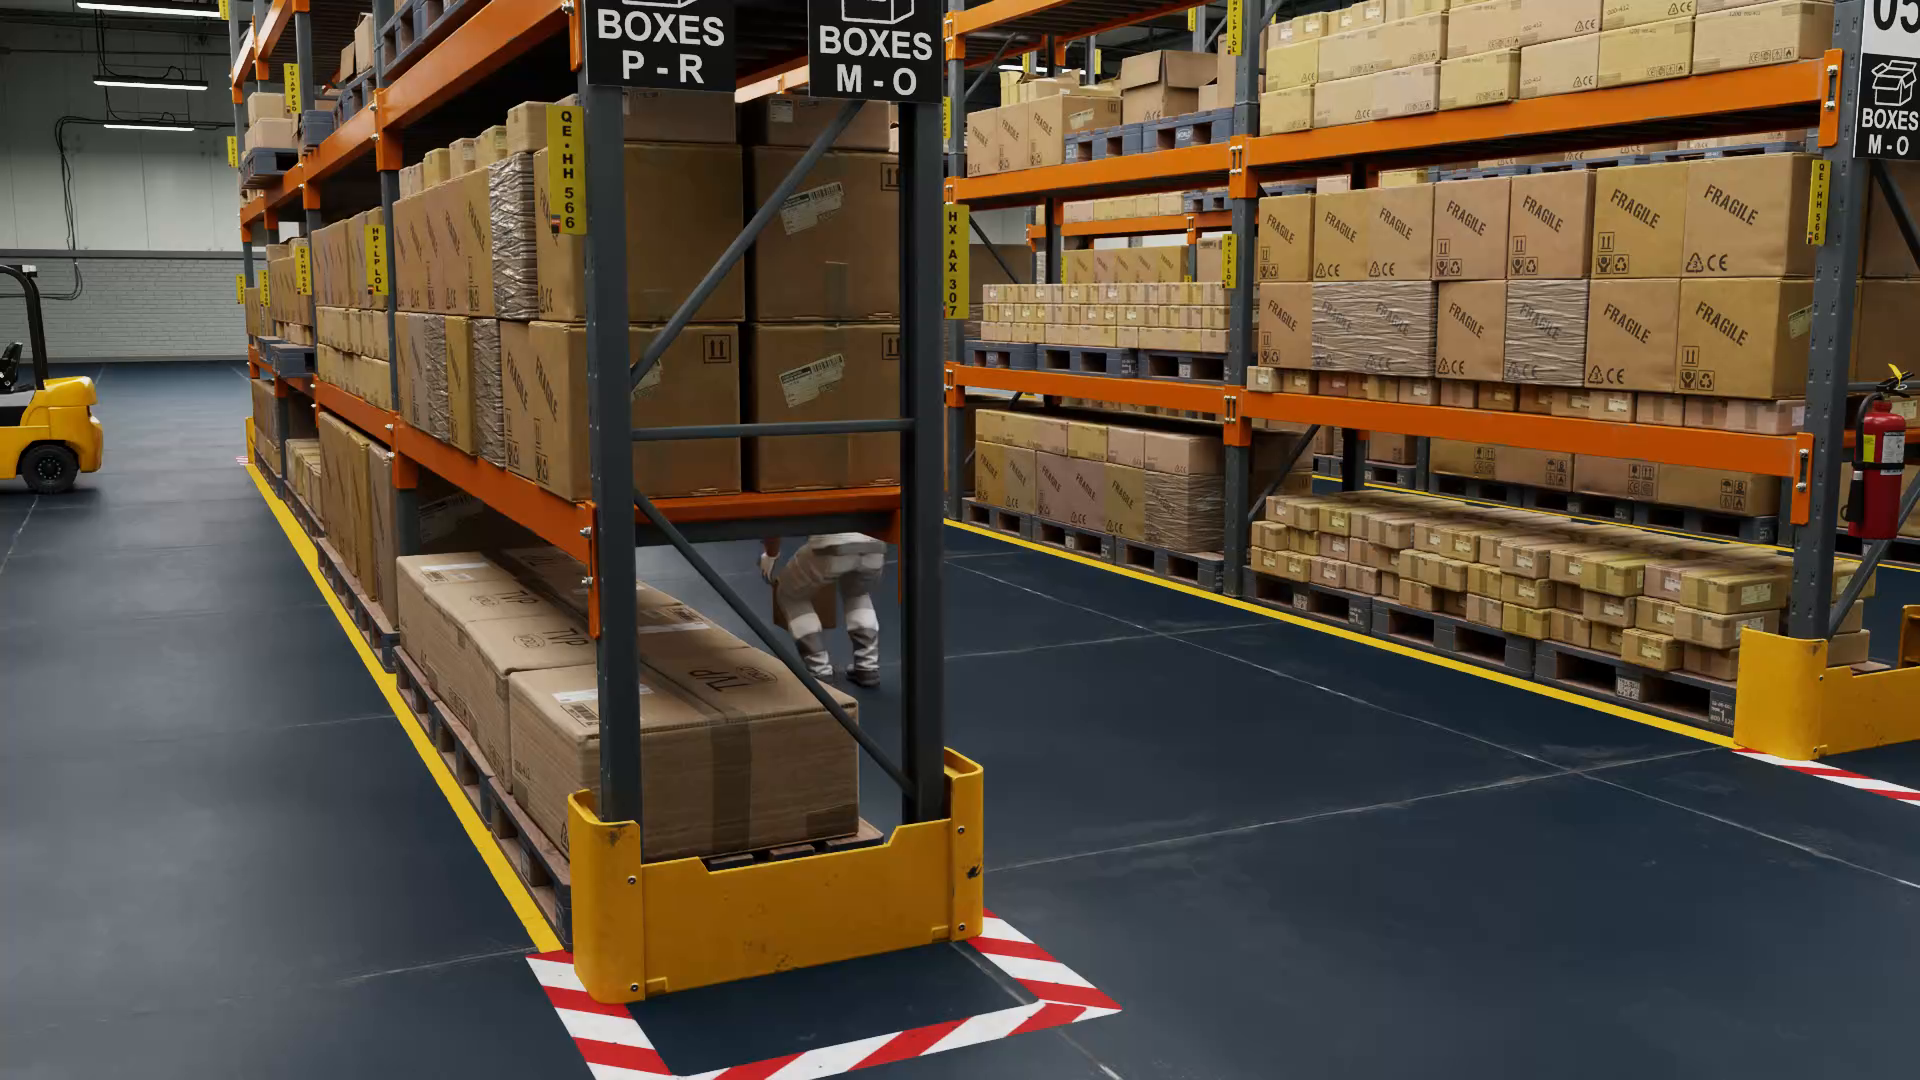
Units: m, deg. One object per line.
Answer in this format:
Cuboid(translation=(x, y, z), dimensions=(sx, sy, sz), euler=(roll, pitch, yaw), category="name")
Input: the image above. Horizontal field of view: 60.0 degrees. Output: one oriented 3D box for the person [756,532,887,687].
Cuboid(translation=(-0.665, 0.026, 8.075), dimensions=(0.585, 1.354, 0.793), euler=(-4, 9, -26), category="person")
